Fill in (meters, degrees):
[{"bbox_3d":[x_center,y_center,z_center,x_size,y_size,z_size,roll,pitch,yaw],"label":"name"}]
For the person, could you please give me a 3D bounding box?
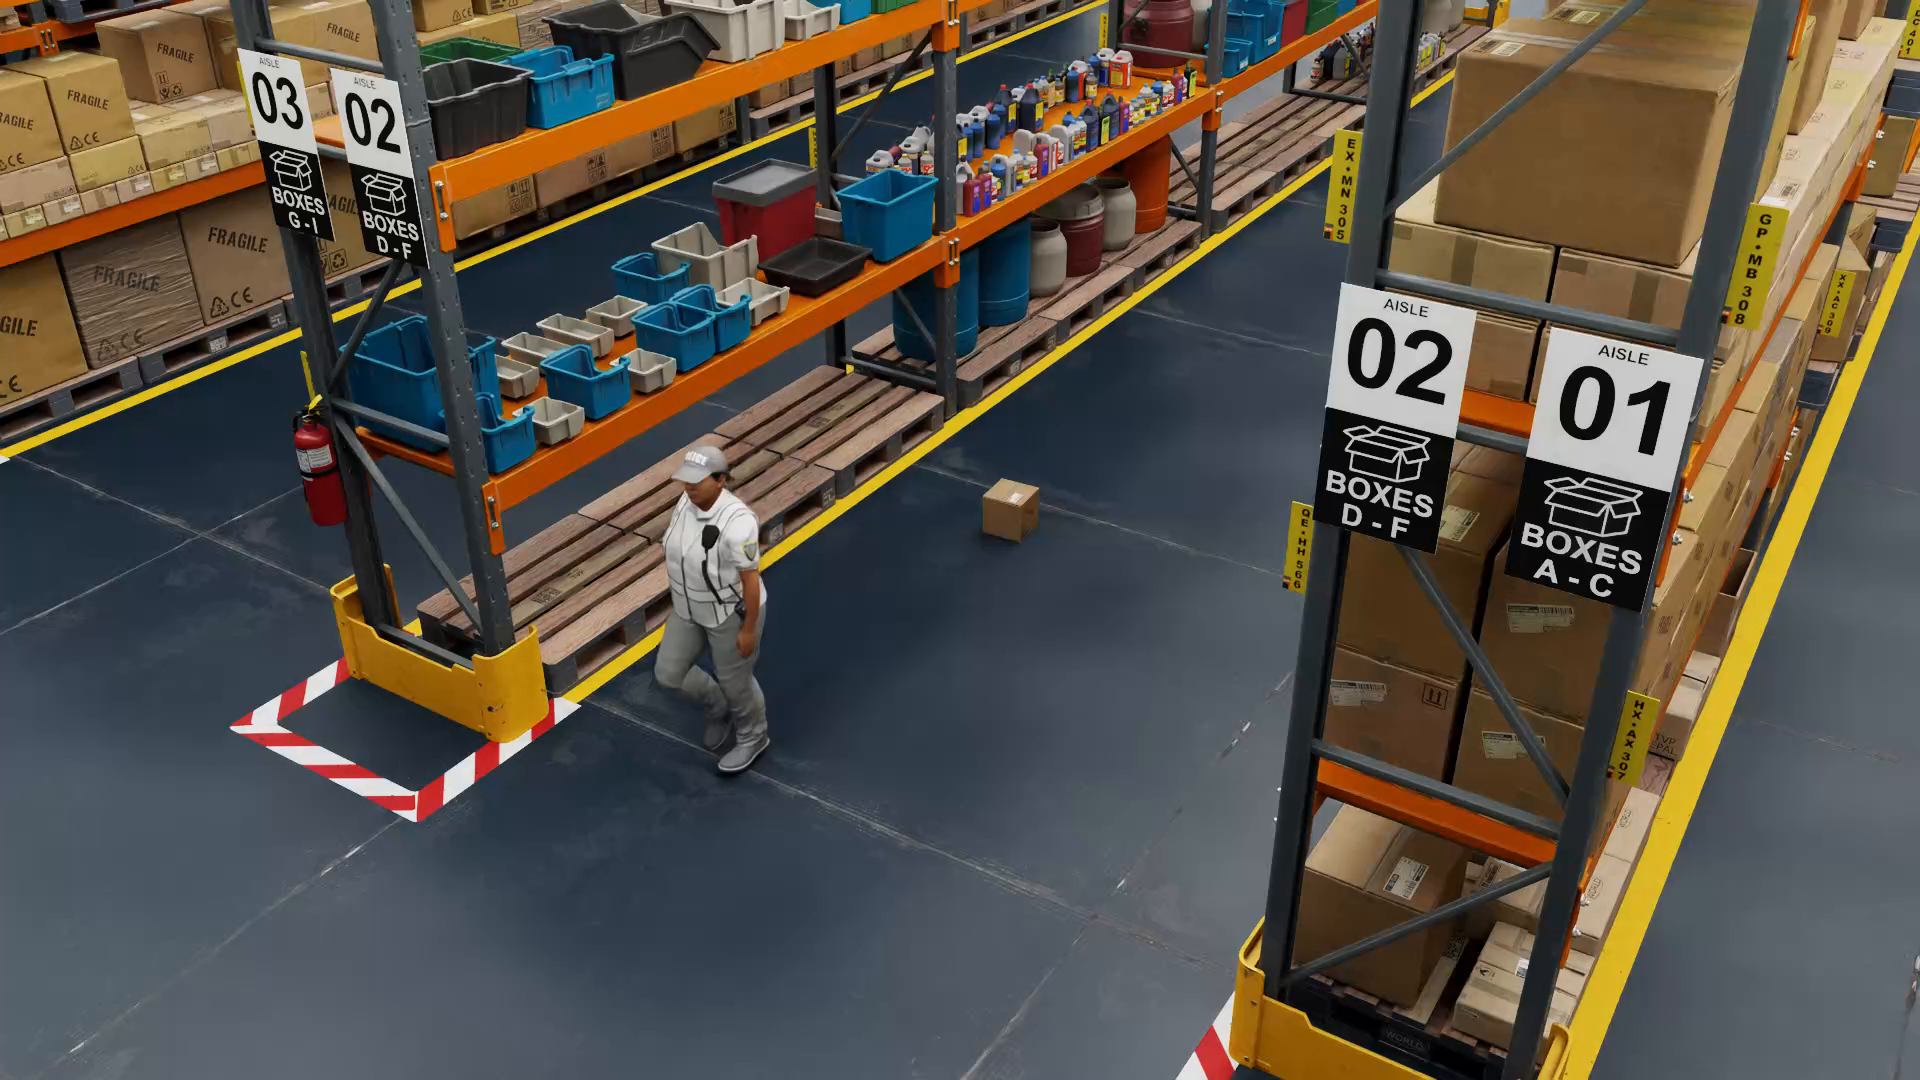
[{"bbox_3d":[-1.120,0.346,7.573,0.499,1.681,0.450,20,36,30],"label":"person"}]
